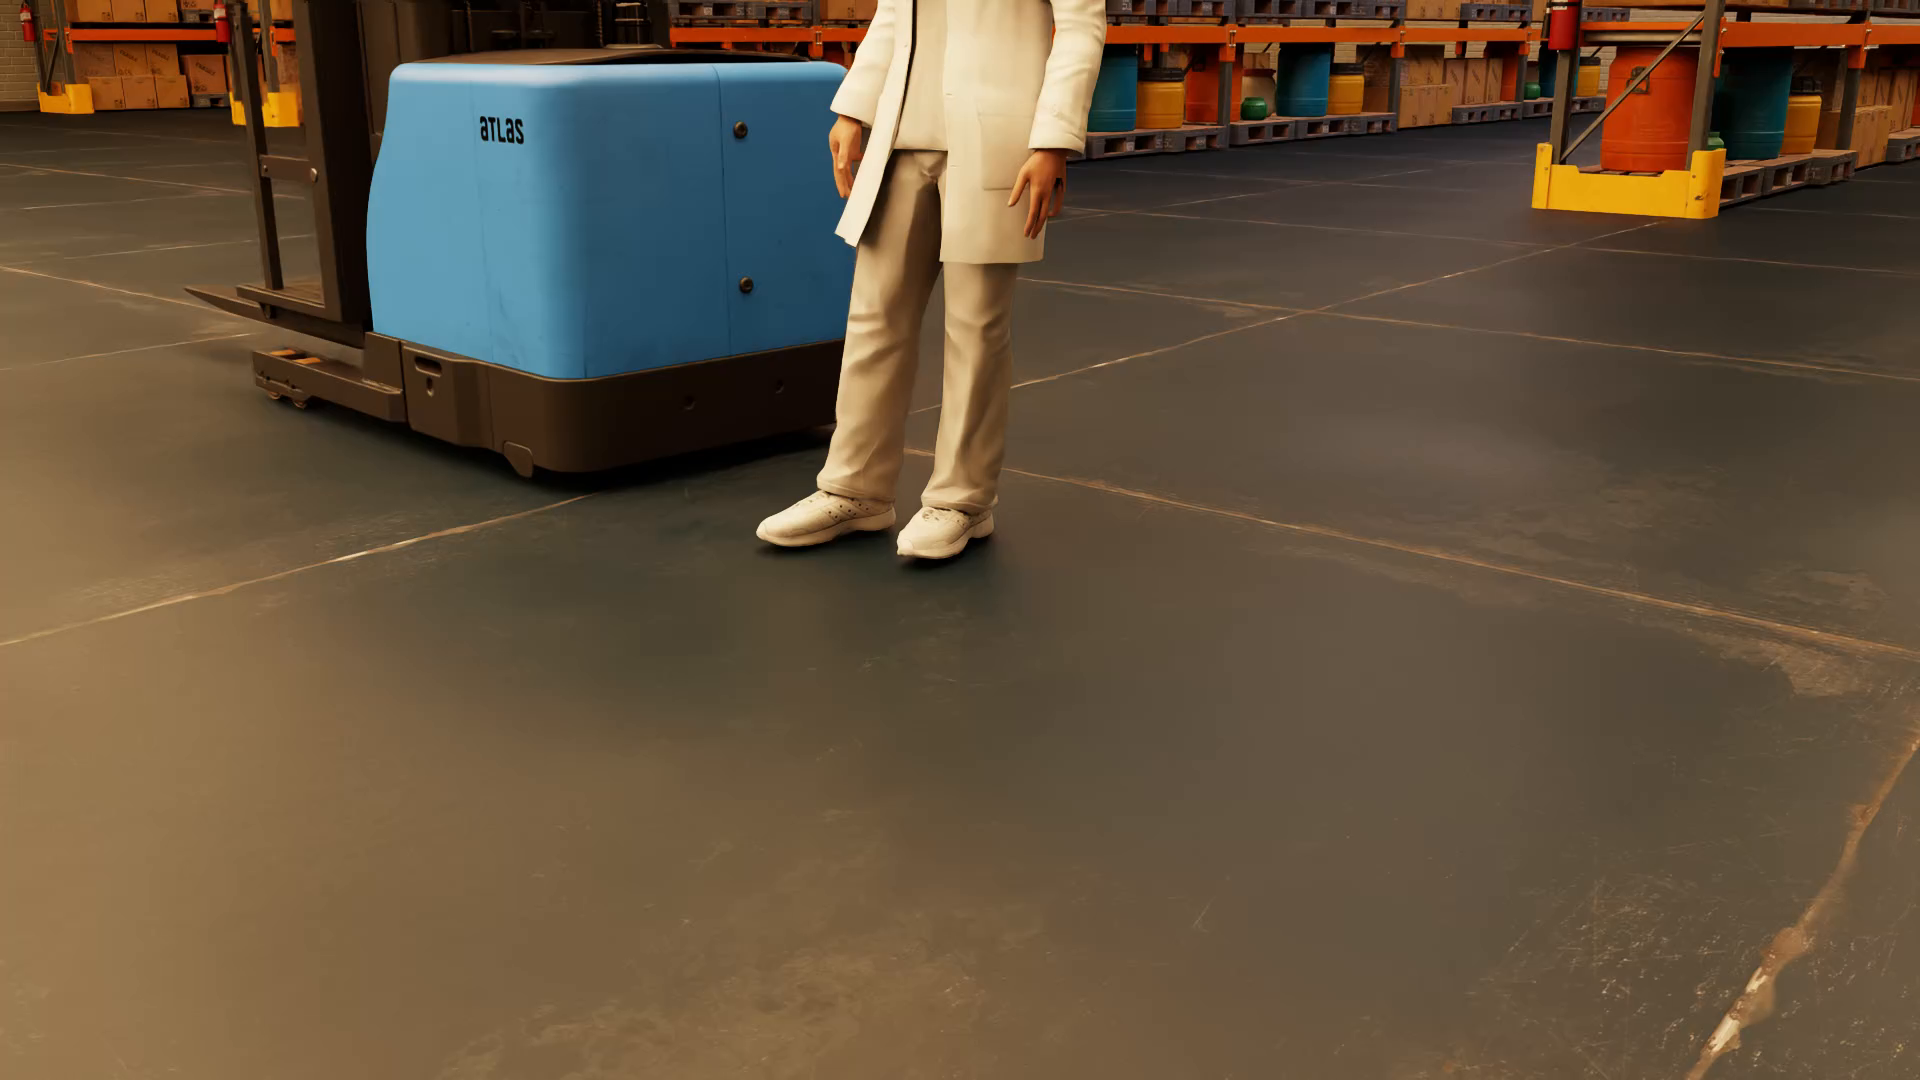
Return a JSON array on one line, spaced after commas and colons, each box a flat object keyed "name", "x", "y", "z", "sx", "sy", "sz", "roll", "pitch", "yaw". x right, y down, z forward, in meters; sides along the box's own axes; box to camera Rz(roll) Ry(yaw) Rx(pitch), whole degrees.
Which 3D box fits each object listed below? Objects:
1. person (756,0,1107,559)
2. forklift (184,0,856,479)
[{"name": "person", "x": -0.061, "y": -0.838, "z": 3.618, "sx": 0.696, "sy": 1.775, "sz": 0.581, "roll": 13, "pitch": 21, "yaw": 37}, {"name": "forklift", "x": -1.674, "y": -1.913, "z": 5.199, "sx": 1.130, "sy": 2.935, "sz": 3.031, "roll": -16, "pitch": 23, "yaw": -42}]
